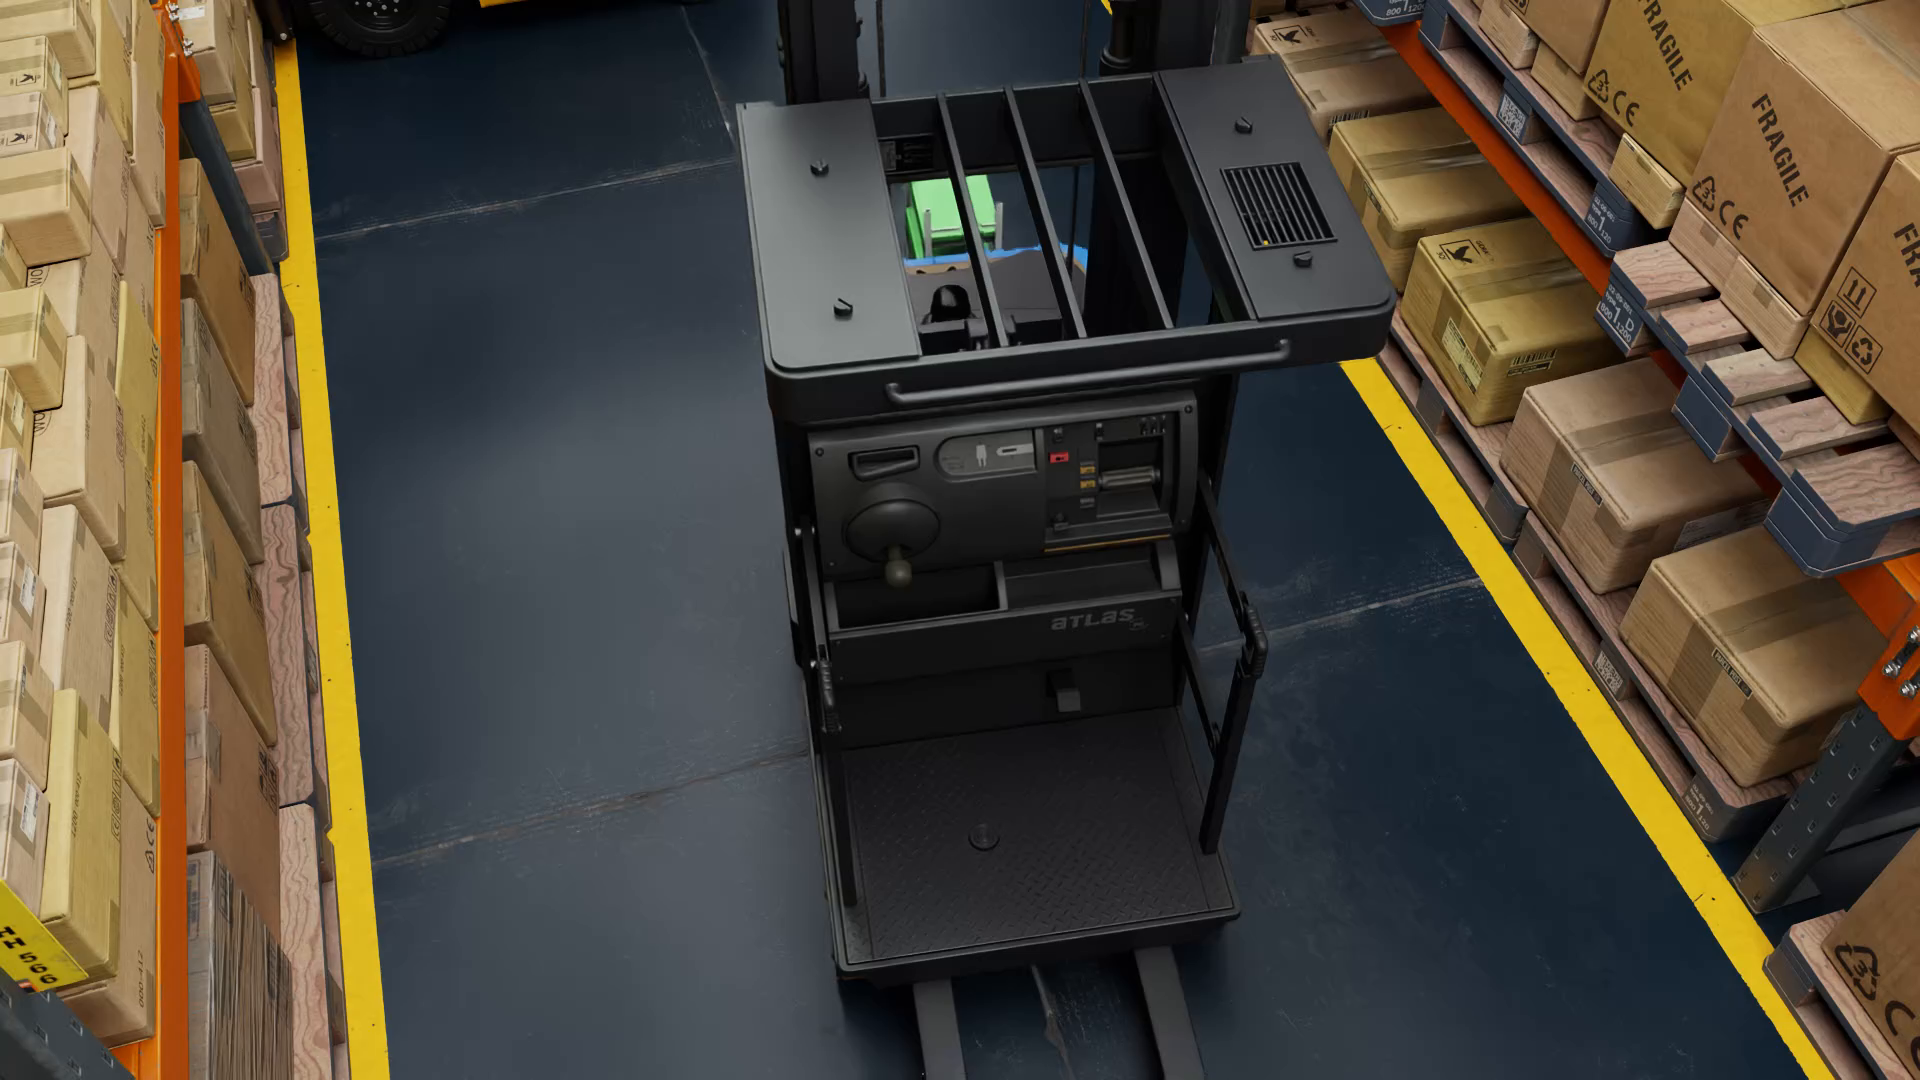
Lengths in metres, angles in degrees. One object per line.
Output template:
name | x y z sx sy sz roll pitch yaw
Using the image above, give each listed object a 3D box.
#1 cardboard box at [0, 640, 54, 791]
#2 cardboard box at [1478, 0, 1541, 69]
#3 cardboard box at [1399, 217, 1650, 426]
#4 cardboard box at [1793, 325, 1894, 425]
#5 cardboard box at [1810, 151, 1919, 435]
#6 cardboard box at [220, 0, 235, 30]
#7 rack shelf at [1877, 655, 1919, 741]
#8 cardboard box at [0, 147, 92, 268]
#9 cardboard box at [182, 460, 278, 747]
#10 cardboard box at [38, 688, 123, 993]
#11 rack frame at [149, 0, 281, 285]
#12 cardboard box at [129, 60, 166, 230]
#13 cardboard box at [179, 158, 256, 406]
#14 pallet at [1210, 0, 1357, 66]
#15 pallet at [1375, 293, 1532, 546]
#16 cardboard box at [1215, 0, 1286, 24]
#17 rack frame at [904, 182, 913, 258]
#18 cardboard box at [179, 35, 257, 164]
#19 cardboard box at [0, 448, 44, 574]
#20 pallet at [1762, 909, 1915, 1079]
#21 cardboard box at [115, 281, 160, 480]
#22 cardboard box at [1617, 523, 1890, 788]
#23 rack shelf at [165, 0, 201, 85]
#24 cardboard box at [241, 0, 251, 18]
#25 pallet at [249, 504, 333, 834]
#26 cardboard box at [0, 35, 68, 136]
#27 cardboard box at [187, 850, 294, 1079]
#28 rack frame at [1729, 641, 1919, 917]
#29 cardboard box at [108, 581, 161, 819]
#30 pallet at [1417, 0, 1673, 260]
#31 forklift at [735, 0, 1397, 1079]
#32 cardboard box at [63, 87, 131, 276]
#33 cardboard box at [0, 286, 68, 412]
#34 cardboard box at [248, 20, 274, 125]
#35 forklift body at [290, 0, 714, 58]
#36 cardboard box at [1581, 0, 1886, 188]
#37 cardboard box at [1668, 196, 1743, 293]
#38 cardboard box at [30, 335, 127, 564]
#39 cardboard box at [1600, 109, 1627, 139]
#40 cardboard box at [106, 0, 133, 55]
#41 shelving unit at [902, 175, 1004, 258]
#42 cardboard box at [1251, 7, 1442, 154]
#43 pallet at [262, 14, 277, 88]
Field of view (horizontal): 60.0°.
cardboard box | -1.869 0.358 2.997 0.380 0.149 0.250 -12 51 -10
cardboard box | 1.802 -1.574 5.005 0.380 0.149 0.250 -12 51 -10
cardboard box | 2.162 -0.827 5.930 0.950 0.372 0.625 -12 51 -10
cardboard box | 2.294 -0.452 4.059 0.380 0.149 0.250 -13 51 -10
cardboard box | 2.365 -0.564 3.729 0.500 0.500 0.500 -15 51 -12
cardboard box | -3.144 -2.200 6.512 0.500 0.250 0.500 -13 51 -11
rack shelf | 3.356 1.661 2.859 1.077 0.370 4.000 -13 51 -11
cardboard box | -2.287 -0.768 3.946 0.380 0.149 0.250 -15 51 -12
cardboard box | -2.547 0.297 4.816 0.875 0.625 0.625 -15 52 -12
cardboard box | -1.850 0.595 3.057 0.500 0.250 0.500 -13 51 -11
rack frame | -3.159 -1.828 5.329 1.000 3.000 0.127 -13 51 -11
cardboard box | -2.606 -1.105 4.818 0.500 0.250 0.500 -14 51 -11
cardboard box | -2.994 -0.820 5.758 0.875 0.625 0.625 -11 51 -9
pallet | 1.349 -2.537 7.751 1.003 0.211 1.213 -13 51 -11
pallet | 2.178 -0.594 6.112 1.003 0.211 1.213 -13 51 -11
cardboard box | 1.150 -2.573 7.481 0.500 0.250 0.500 -11 51 -9
rack frame | -0.068 -0.994 5.804 0.240 1.200 0.015 -7 50 -6
cardboard box | -3.007 -1.662 6.386 0.500 0.250 0.500 -14 51 -11
cardboard box | -2.059 -0.012 3.309 0.380 0.149 0.250 -13 51 -11
pallet | 2.926 1.460 4.381 1.003 0.211 1.213 -13 51 -11
cardboard box | -2.329 -0.360 4.190 0.500 0.250 0.500 -12 51 -10
cardboard box | 2.607 0.265 5.009 0.950 0.372 0.625 -16 52 -13
rack shelf | -3.750 -3.057 6.836 1.077 0.370 4.000 -13 51 -11
cardboard box | -3.296 -2.399 7.007 0.500 0.250 0.500 -14 51 -11
pallet | -2.539 0.492 5.197 1.003 0.211 1.213 -13 51 -11
cardboard box | -2.508 -1.128 4.249 0.380 0.149 0.250 -14 51 -12
cardboard box | -2.147 1.265 4.001 0.875 0.625 0.625 -12 51 -10
rack frame | 2.765 -0.032 3.815 1.000 3.000 0.127 -13 51 -11
cardboard box | -2.018 0.394 3.554 0.500 0.250 0.500 -14 51 -12
pallet | 2.140 -1.407 5.099 1.003 0.211 1.213 -13 51 -11
forklift | 0.148 -0.012 3.843 1.130 2.935 3.031 -7 50 -6
cardboard box | -2.465 -0.891 4.311 0.500 0.250 0.500 -12 51 -10
cardboard box | -2.181 -0.388 3.625 0.380 0.149 0.250 -12 51 -10
cardboard box | -3.151 -1.873 6.891 0.500 0.250 0.500 -14 51 -12
forklift body | -2.038 -3.504 7.297 2.313 2.155 1.214 -13 51 -11
cardboard box | 2.051 -1.308 4.356 0.500 0.500 0.500 -16 52 -13
cardboard box | 2.110 -0.811 4.362 0.380 0.149 0.250 -16 52 -13
cardboard box | -2.158 -0.151 3.687 0.500 0.250 0.500 -14 51 -12
cardboard box | 2.062 -1.221 4.707 0.380 0.149 0.250 -13 51 -11
cardboard box | -2.769 -1.640 4.942 0.500 0.250 0.500 -14 51 -12
shelving unit | -0.029 -0.810 5.648 0.258 1.200 0.503 -7 50 -6
cardboard box | 1.739 -1.859 6.800 0.950 0.372 0.625 -13 51 -11
pallet | -3.719 -2.413 7.646 1.003 0.211 1.213 -13 51 -11
